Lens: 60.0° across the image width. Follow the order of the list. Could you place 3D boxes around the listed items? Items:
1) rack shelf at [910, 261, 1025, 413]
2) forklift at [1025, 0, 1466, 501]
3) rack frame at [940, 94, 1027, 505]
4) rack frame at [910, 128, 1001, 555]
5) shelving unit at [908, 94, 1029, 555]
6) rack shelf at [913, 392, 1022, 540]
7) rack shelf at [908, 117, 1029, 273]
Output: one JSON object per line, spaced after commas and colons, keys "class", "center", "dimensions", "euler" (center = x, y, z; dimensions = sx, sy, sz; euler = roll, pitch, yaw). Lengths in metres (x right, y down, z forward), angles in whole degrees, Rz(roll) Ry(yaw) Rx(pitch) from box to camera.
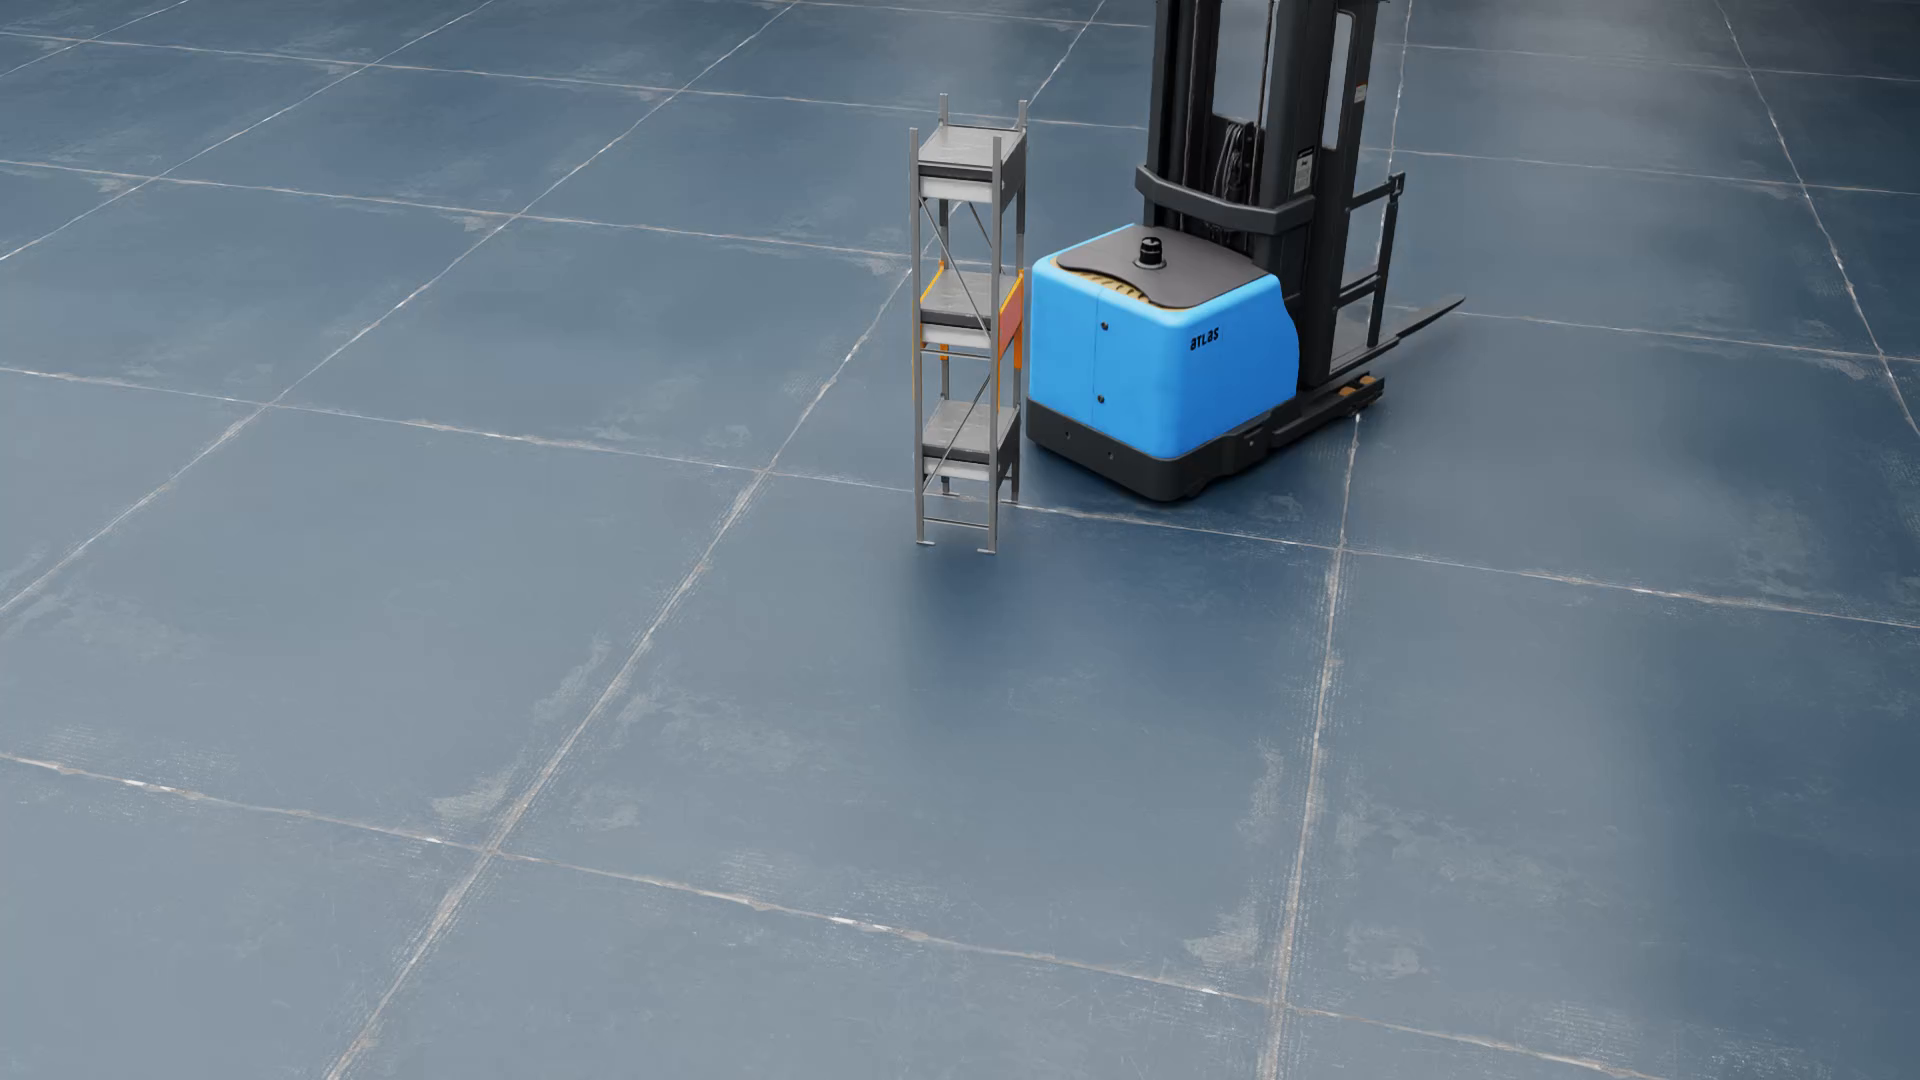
{"class": "rack shelf", "center": [0.042, -0.960, 7.829], "dimensions": [0.431, 0.518, 0.480], "euler": [8, 33, 12]}
{"class": "forklift", "center": [1.770, -2.111, 8.839], "dimensions": [3.031, 2.935, 1.130], "euler": [-27, 41, -35]}
{"class": "rack frame", "center": [0.104, -1.099, 8.021], "dimensions": [0.400, 2.100, 0.015], "euler": [8, 33, 12]}
{"class": "rack frame", "center": [-0.020, -0.845, 7.623], "dimensions": [0.400, 2.100, 0.015], "euler": [8, 33, 12]}
{"class": "shelving unit", "center": [0.042, -0.972, 7.822], "dimensions": [0.431, 2.100, 0.503], "euler": [8, 33, 12]}
{"class": "rack shelf", "center": [0.042, -0.370, 8.205], "dimensions": [0.431, 0.518, 0.480], "euler": [8, 33, 12]}
{"class": "rack shelf", "center": [0.042, -1.551, 7.454], "dimensions": [0.431, 0.518, 0.480], "euler": [8, 33, 12]}
